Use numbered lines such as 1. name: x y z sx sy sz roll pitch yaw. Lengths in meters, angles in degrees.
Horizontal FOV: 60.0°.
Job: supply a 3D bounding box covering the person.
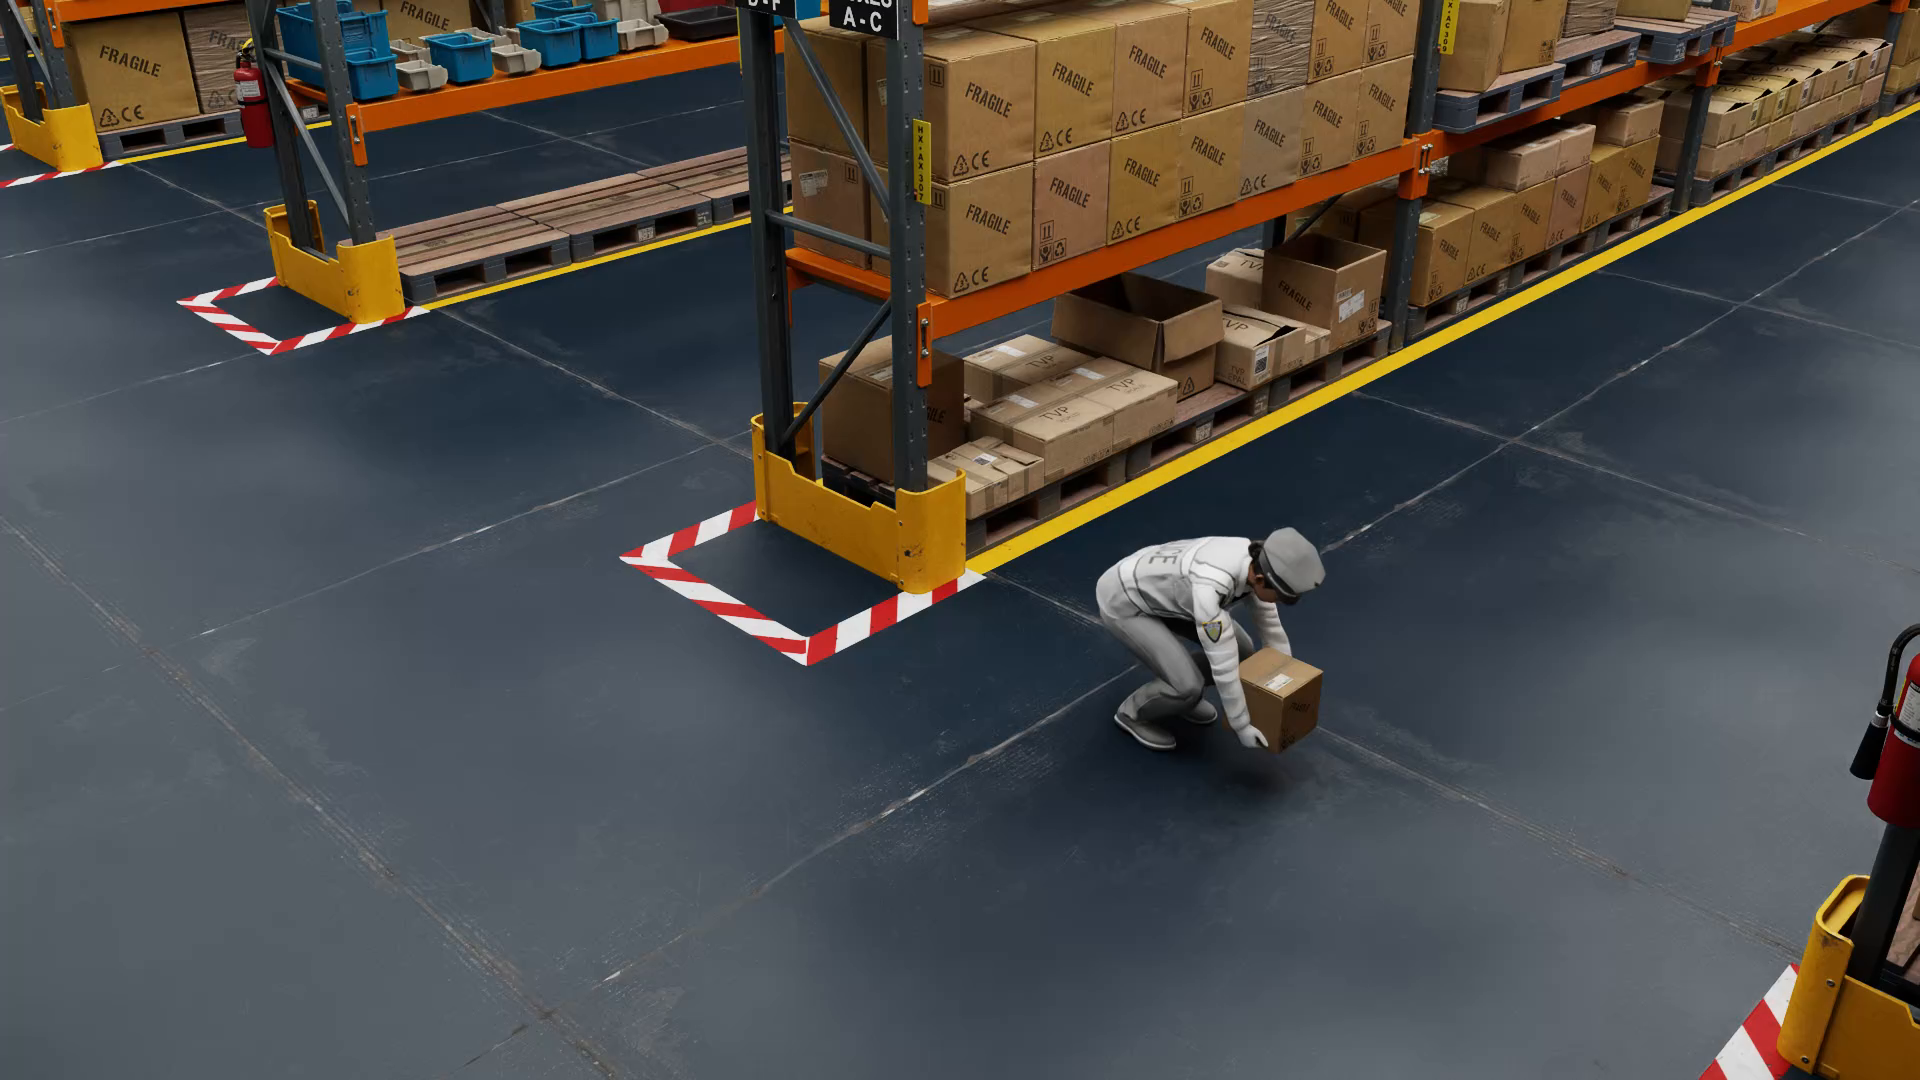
1. person: 0.914 0.338 6.220 0.867 0.984 0.458 24 36 37
